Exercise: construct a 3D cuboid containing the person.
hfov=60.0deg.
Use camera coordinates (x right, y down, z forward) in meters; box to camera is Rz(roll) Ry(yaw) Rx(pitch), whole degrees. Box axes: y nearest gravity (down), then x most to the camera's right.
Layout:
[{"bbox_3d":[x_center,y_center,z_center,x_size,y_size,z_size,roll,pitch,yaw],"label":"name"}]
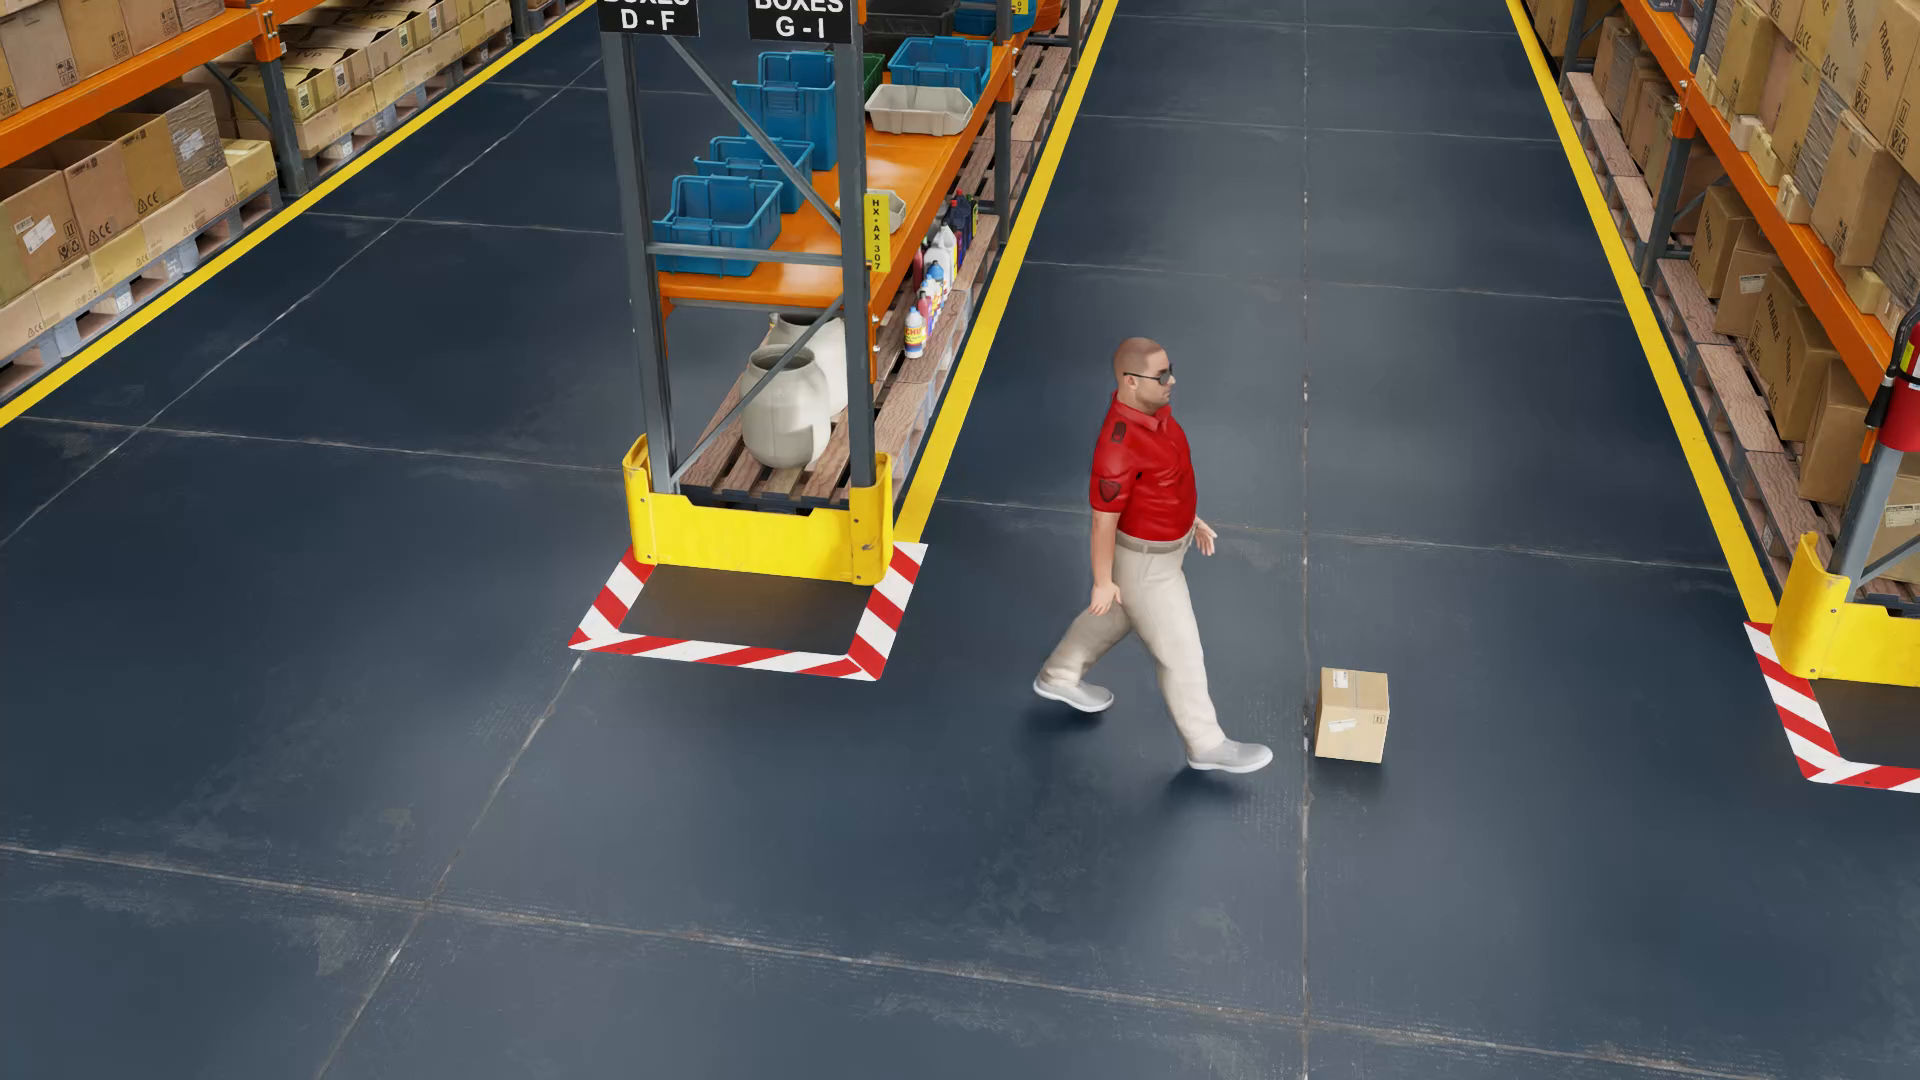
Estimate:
[{"bbox_3d":[0.748,0.041,6.096,0.956,1.683,0.544,7,33,11],"label":"person"}]
